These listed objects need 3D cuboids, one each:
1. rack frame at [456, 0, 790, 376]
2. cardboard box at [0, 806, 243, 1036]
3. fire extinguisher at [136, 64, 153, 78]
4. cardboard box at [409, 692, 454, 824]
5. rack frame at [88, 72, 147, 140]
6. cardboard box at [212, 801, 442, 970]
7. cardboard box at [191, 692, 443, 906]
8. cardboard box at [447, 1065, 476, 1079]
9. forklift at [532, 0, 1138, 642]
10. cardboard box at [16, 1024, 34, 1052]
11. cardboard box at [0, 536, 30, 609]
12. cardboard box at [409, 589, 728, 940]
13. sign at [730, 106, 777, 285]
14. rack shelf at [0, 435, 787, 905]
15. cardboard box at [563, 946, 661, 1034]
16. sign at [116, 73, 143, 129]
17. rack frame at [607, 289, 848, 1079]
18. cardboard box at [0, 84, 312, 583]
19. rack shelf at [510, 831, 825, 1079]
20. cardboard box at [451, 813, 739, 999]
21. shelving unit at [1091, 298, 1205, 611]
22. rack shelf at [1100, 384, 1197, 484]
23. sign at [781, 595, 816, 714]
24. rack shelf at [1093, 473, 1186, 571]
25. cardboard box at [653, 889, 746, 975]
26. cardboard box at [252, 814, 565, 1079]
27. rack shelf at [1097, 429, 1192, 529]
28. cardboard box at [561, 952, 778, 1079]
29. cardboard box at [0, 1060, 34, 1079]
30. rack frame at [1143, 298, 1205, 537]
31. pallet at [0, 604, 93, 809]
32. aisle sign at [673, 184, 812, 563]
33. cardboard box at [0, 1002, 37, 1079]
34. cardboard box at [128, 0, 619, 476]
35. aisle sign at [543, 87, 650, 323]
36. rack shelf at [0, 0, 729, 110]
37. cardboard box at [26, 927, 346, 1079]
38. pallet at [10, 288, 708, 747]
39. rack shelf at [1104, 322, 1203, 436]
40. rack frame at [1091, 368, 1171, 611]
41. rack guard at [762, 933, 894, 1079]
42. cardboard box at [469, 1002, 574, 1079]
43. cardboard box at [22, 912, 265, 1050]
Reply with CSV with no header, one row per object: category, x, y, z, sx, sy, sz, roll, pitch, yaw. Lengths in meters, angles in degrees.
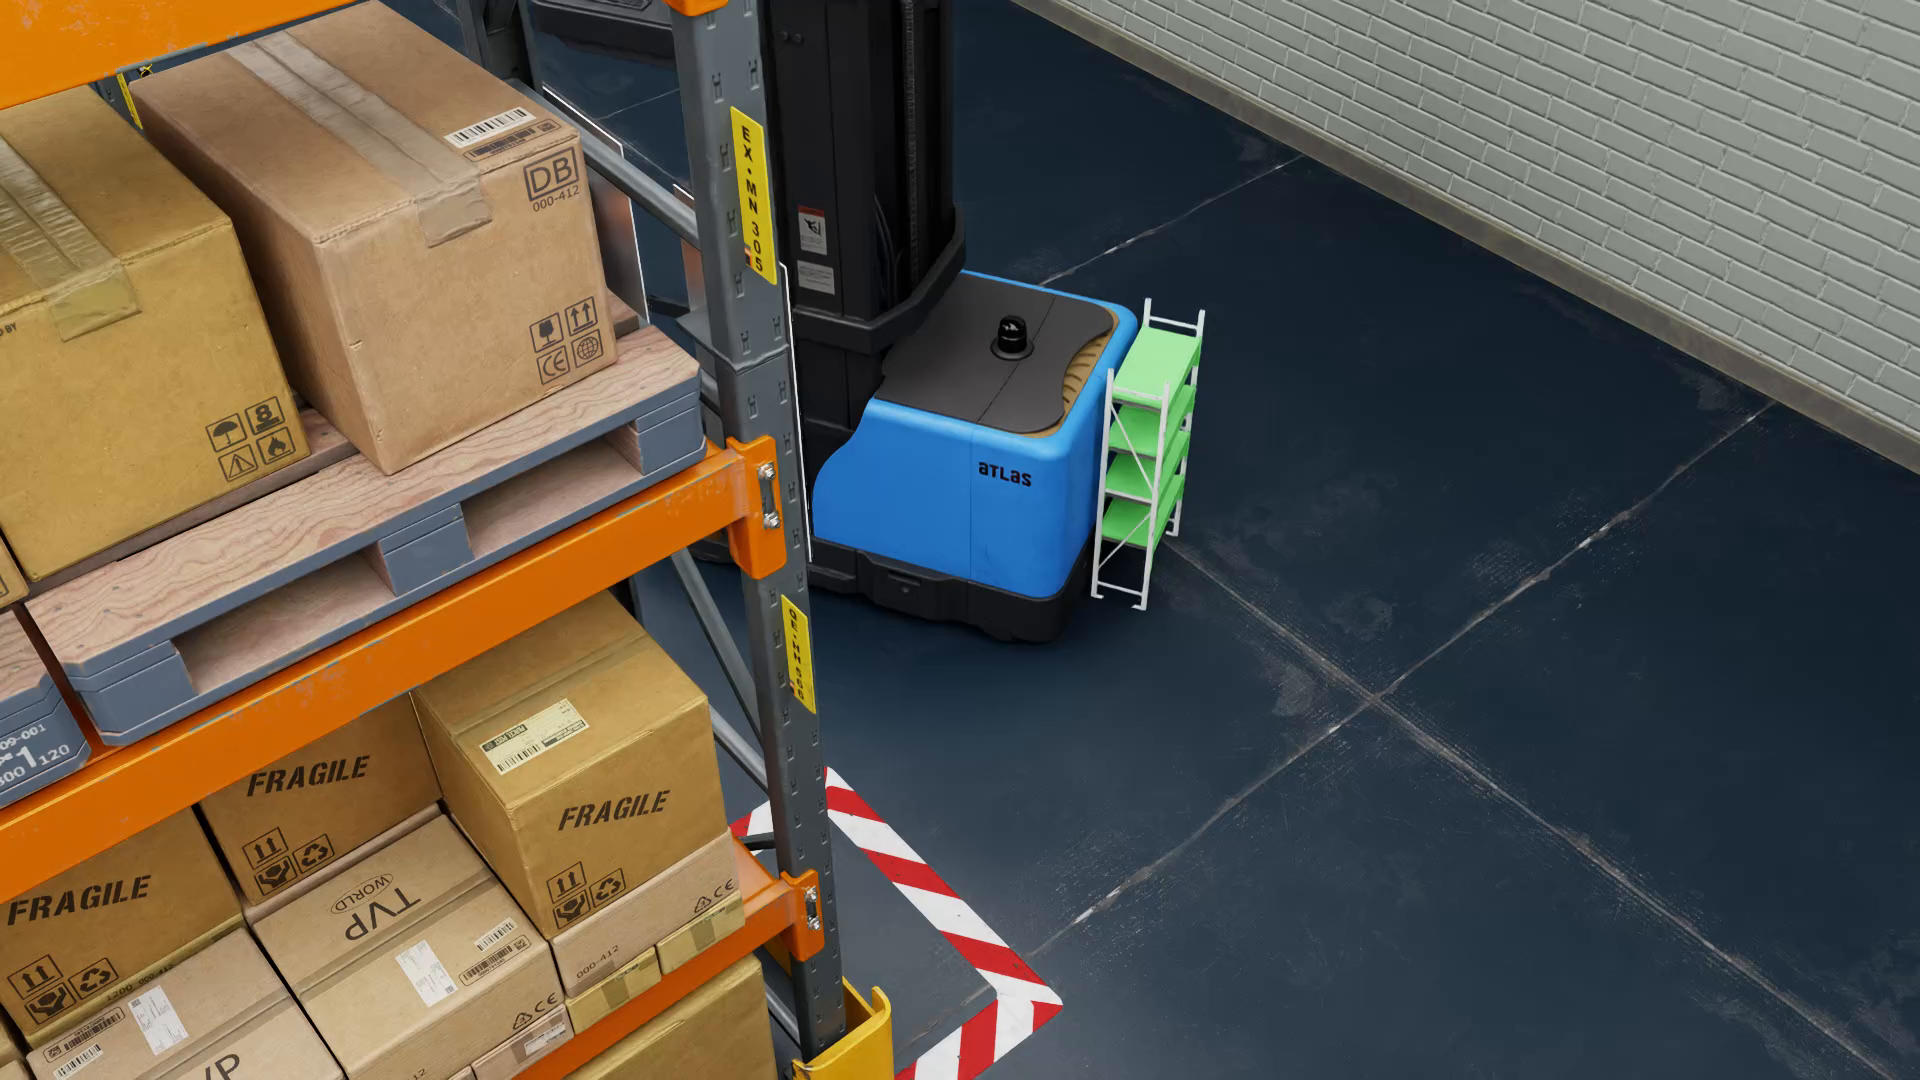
rack frame,-0.709,-1.705,2.546,0.127,3.000,1.000,-30,51,-28
cardboard box,-2.027,0.674,3.740,0.500,0.500,0.500,-31,51,-29
fire extinguisher,-3.479,-1.783,7.340,0.183,0.674,0.296,-30,51,-28
cardboard box,-1.250,0.497,4.476,0.500,0.250,0.500,-31,51,-29
rack frame,-3.887,-2.119,7.369,0.127,3.000,1.000,-30,51,-28
cardboard box,-1.645,0.729,4.229,0.500,0.250,0.500,-30,51,-28
cardboard box,-1.634,0.443,3.985,0.500,0.500,0.500,-31,51,-29
cardboard box,-1.355,1.237,3.979,0.250,0.149,0.380,-29,50,-27
forklift,-0.833,-1.296,6.543,3.031,2.935,1.130,15,45,16
cardboard box,-2.372,1.232,3.984,0.250,0.149,0.380,-31,51,-29
cardboard box,-1.948,-0.145,2.623,0.500,0.500,0.700,-33,52,-30
cardboard box,-0.914,0.506,3.918,0.500,0.500,0.500,-29,50,-27
sign,-0.371,-0.615,2.987,0.005,0.325,0.100,-30,51,-28
rack shelf,-2.243,0.529,2.884,4.000,0.370,1.077,-30,51,-28
cardboard box,-0.969,1.018,4.213,0.250,0.149,0.380,-29,51,-28
sign,-3.521,-1.897,7.013,0.005,0.325,0.100,-30,51,-28
rack frame,-0.709,0.482,4.600,0.127,3.000,1.000,-30,51,-28
cardboard box,-1.582,-0.397,2.892,0.500,0.500,0.700,-32,52,-29
rack shelf,-2.243,1.622,3.911,4.000,0.370,1.077,-30,51,-28
cardboard box,-0.910,0.780,4.174,0.500,0.250,0.500,-31,51,-28
shelving unit,0.757,-0.329,6.778,0.258,1.200,0.503,15,45,15
rack shelf,0.757,-0.458,6.657,0.258,0.148,0.480,15,45,15
sign,-0.371,0.264,3.812,0.005,0.325,0.100,-30,51,-28
rack shelf,0.757,-0.108,6.986,0.258,0.148,0.480,15,45,15
cardboard box,-0.771,0.902,4.335,0.250,0.149,0.380,-29,50,-27
cardboard box,-1.300,1.002,3.937,0.500,0.250,0.500,-31,51,-29
rack shelf,0.757,-0.283,6.822,0.258,0.148,0.480,15,45,15
cardboard box,-1.149,1.426,4.839,0.875,0.875,0.875,-30,51,-28
cardboard box,-2.087,1.457,3.453,0.500,0.250,0.500,-30,51,-28
rack frame,0.846,-0.485,6.944,0.240,1.200,0.015,15,45,15
pallet,-2.208,0.291,2.677,1.213,0.211,1.003,-30,51,-28
aisle sign,-0.461,-0.340,3.576,0.004,0.787,0.394,-30,51,-28
cardboard box,-2.429,1.179,3.749,0.500,0.250,0.500,-31,51,-29
cardboard box,-1.073,-0.581,3.087,0.500,0.500,0.700,-33,52,-30
aisle sign,-0.846,-0.655,3.911,0.004,0.787,0.394,-30,51,-28
rack shelf,-2.243,-0.419,1.994,4.000,0.370,1.077,-30,51,-28
cardboard box,-1.690,1.226,3.699,0.500,0.250,0.500,-32,52,-29
pallet,-1.271,-0.248,3.250,1.213,0.211,1.003,-30,51,-28
rack shelf,0.757,-0.633,6.493,0.258,0.148,0.480,15,45,15
rack frame,0.669,-0.174,6.612,0.240,1.200,0.015,15,45,15
rack guard,-0.690,1.382,5.467,0.348,0.500,1.175,-30,51,-28
cardboard box,-1.163,1.128,4.095,0.250,0.149,0.380,-30,51,-28
cardboard box,-2.033,0.947,3.996,0.500,0.250,0.500,-32,52,-29
